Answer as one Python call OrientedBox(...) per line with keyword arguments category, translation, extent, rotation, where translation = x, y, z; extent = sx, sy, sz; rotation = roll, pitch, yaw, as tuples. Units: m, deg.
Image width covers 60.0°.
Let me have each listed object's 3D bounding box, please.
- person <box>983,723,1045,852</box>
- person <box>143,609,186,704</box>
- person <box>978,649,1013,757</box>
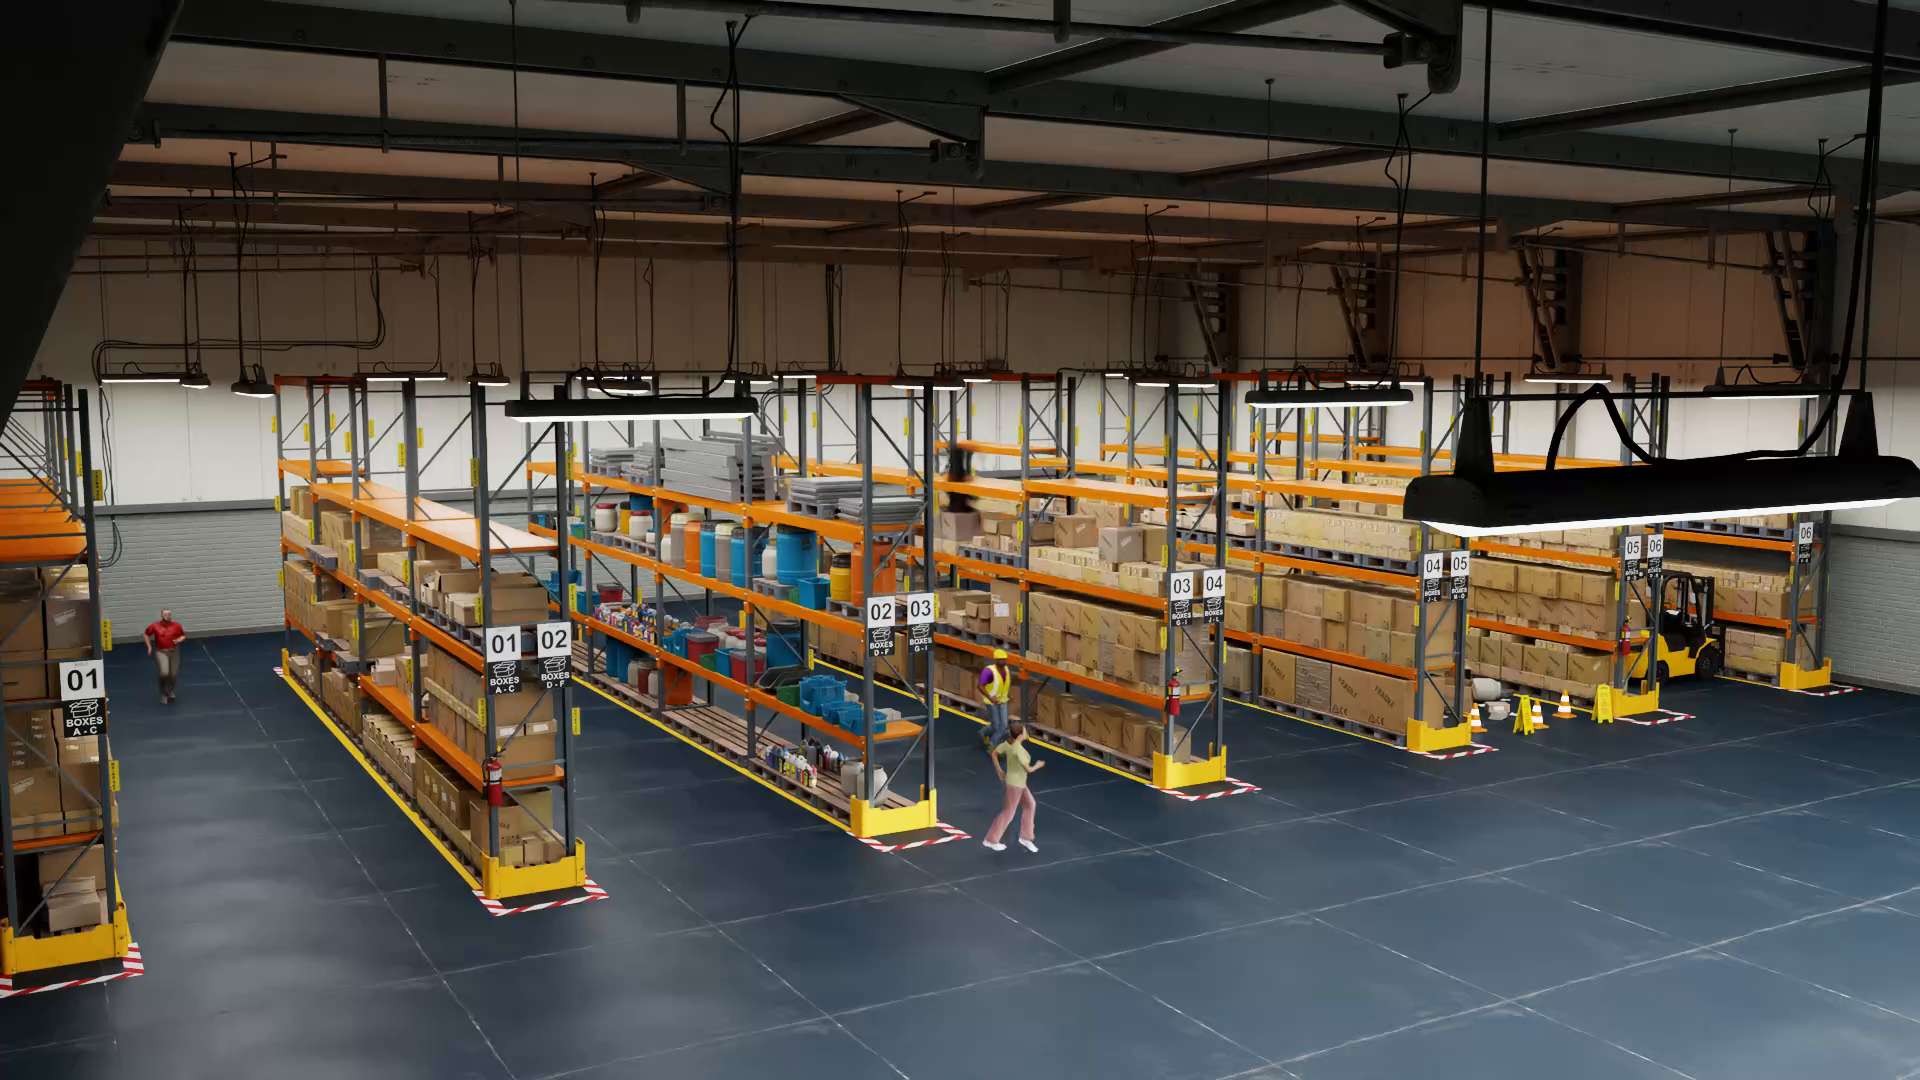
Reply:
OrientedBox(category="person", translation=(0.686, 3.180, 21.221), extent=(0.824, 1.722, 0.519), rotation=(-1, 6, -10))
OrientedBox(category="person", translation=(-14.569, 2.147, 30.562), extent=(0.653, 1.767, 0.714), rotation=(-5, 8, -39))
OrientedBox(category="person", translation=(0.531, 2.581, 26.608), extent=(0.688, 1.715, 0.625), rotation=(-4, 8, -35))
